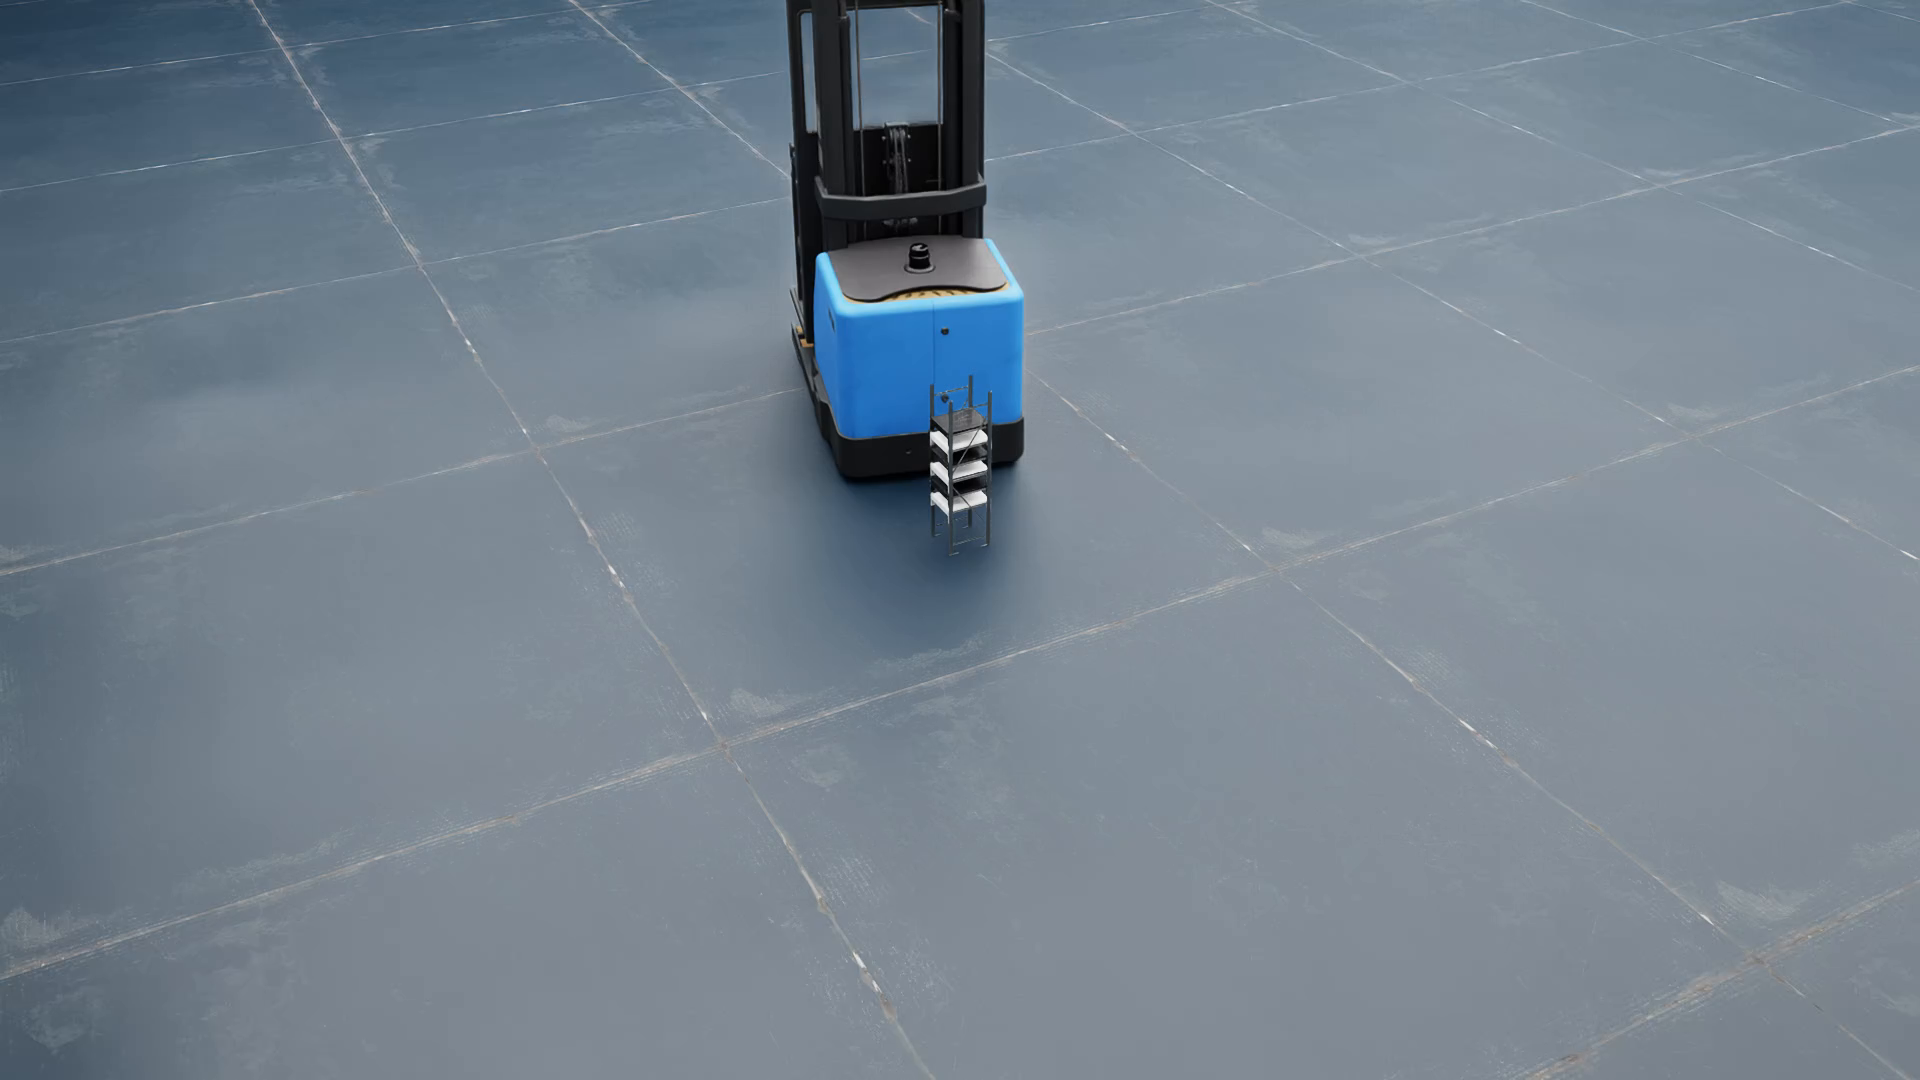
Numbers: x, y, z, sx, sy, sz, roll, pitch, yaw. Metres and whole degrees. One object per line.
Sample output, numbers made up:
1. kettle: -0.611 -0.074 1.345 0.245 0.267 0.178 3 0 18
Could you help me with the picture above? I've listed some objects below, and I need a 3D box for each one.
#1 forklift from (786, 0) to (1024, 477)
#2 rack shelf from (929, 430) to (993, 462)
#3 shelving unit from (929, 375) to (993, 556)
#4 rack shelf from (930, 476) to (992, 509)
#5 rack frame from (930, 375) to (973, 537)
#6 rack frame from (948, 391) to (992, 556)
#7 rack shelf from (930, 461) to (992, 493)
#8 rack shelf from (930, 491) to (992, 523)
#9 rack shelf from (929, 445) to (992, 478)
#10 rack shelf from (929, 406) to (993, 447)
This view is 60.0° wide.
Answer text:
1. forklift: -0.456 -2.366 9.726 1.130 2.935 3.031 -7 33 -10
2. rack shelf: 0.004 -0.499 8.422 0.258 0.077 0.200 -16 36 -23
3. shelving unit: 0.004 -0.375 8.501 0.258 0.900 0.210 -16 36 -23
4. rack shelf: 0.004 -0.271 8.568 0.258 0.077 0.200 -16 36 -23
5. rack frame: -0.044 -0.424 8.577 0.240 0.900 0.006 -16 36 -23
6. rack frame: 0.051 -0.327 8.425 0.240 0.900 0.006 -16 36 -23
7. rack shelf: 0.004 -0.347 8.519 0.258 0.077 0.200 -16 36 -23
8. rack shelf: 0.004 -0.195 8.616 0.258 0.077 0.200 -16 36 -23
9. rack shelf: 0.004 -0.423 8.471 0.258 0.077 0.200 -16 36 -23
10. rack shelf: 0.004 -0.574 8.374 0.258 0.077 0.200 -16 36 -23
